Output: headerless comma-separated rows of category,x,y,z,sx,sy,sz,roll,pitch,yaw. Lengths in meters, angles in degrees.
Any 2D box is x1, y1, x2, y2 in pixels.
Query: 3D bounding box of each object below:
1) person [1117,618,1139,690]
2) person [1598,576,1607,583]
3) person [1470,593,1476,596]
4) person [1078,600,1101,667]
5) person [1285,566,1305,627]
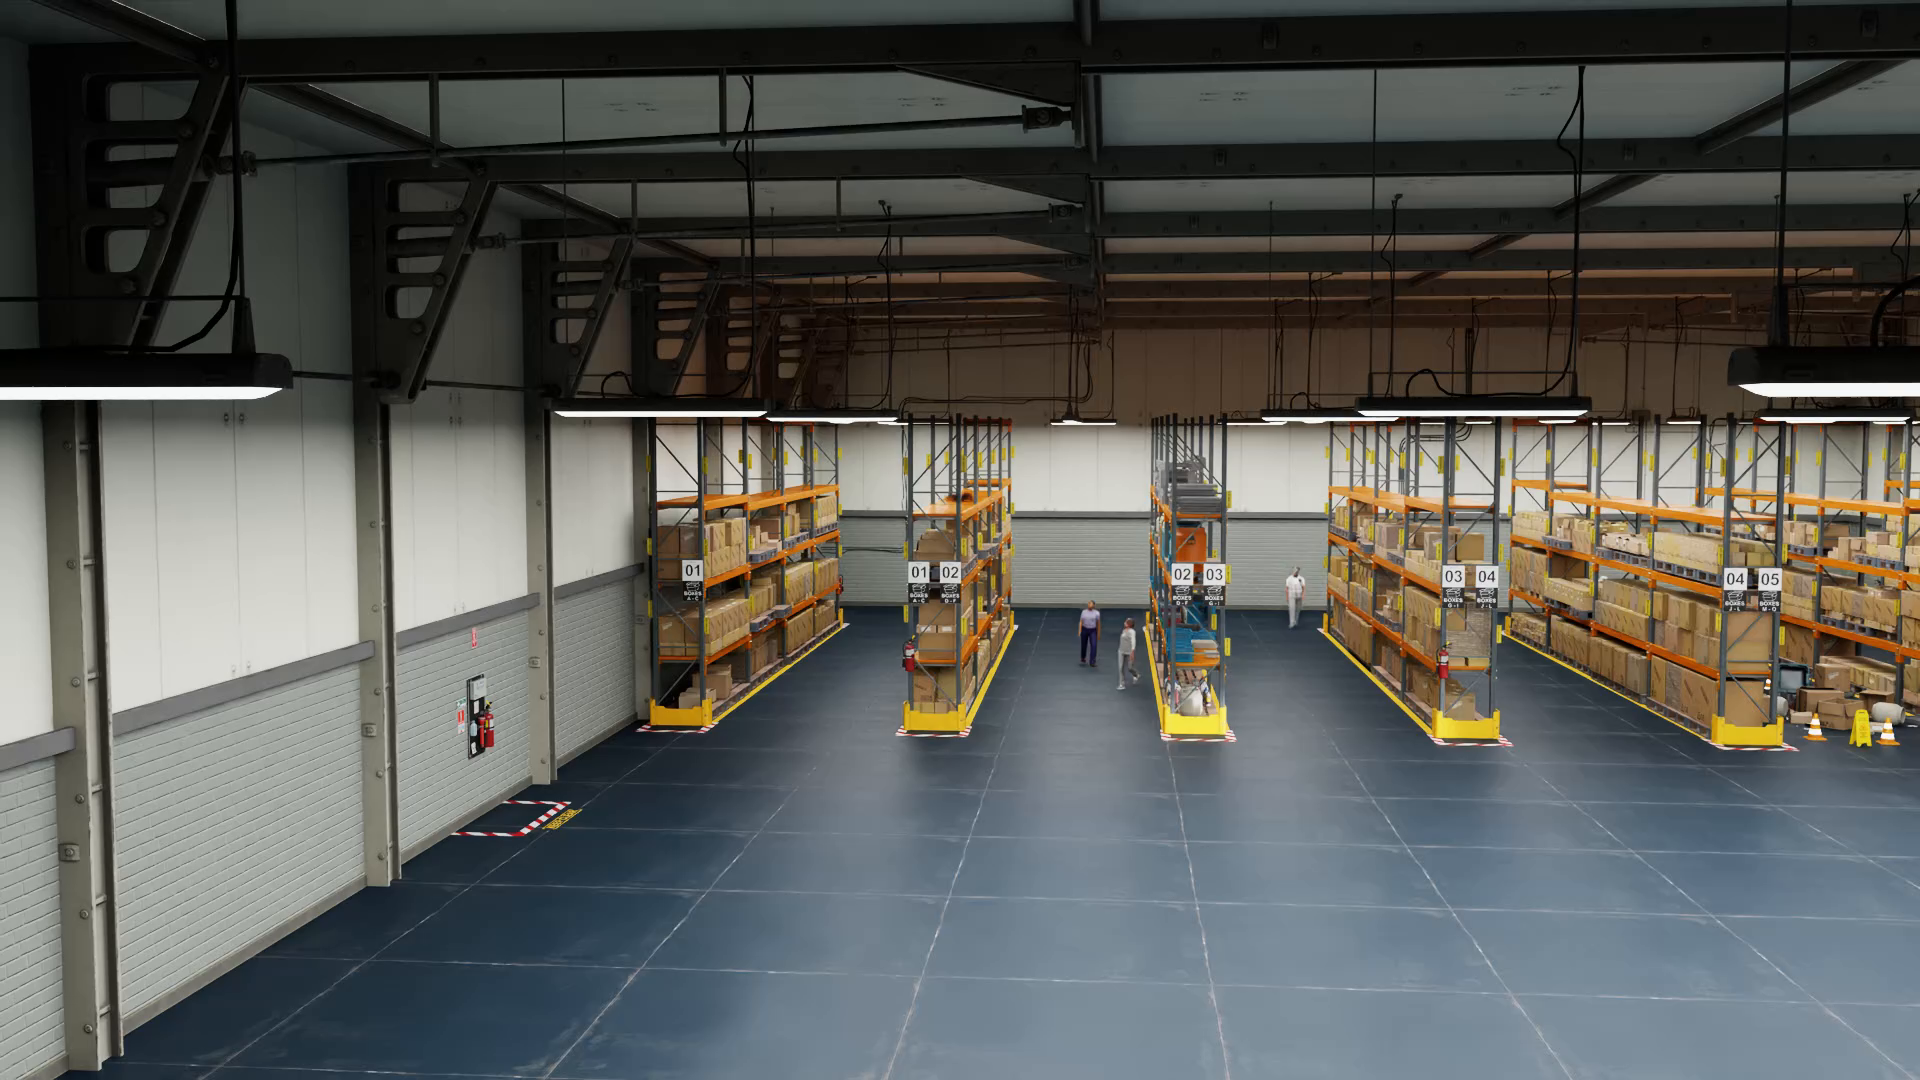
person,3.673,2.484,36.449,0.471,1.554,0.629,2,4,27
person,17.117,1.852,44.371,0.449,1.790,0.598,2,5,33
person,13.857,1.804,45.654,0.469,1.776,0.940,0,4,6
person,3.111,2.235,40.016,0.545,1.593,0.921,0,4,0
person,9.652,1.622,47.772,0.543,1.721,0.996,0,4,-1
